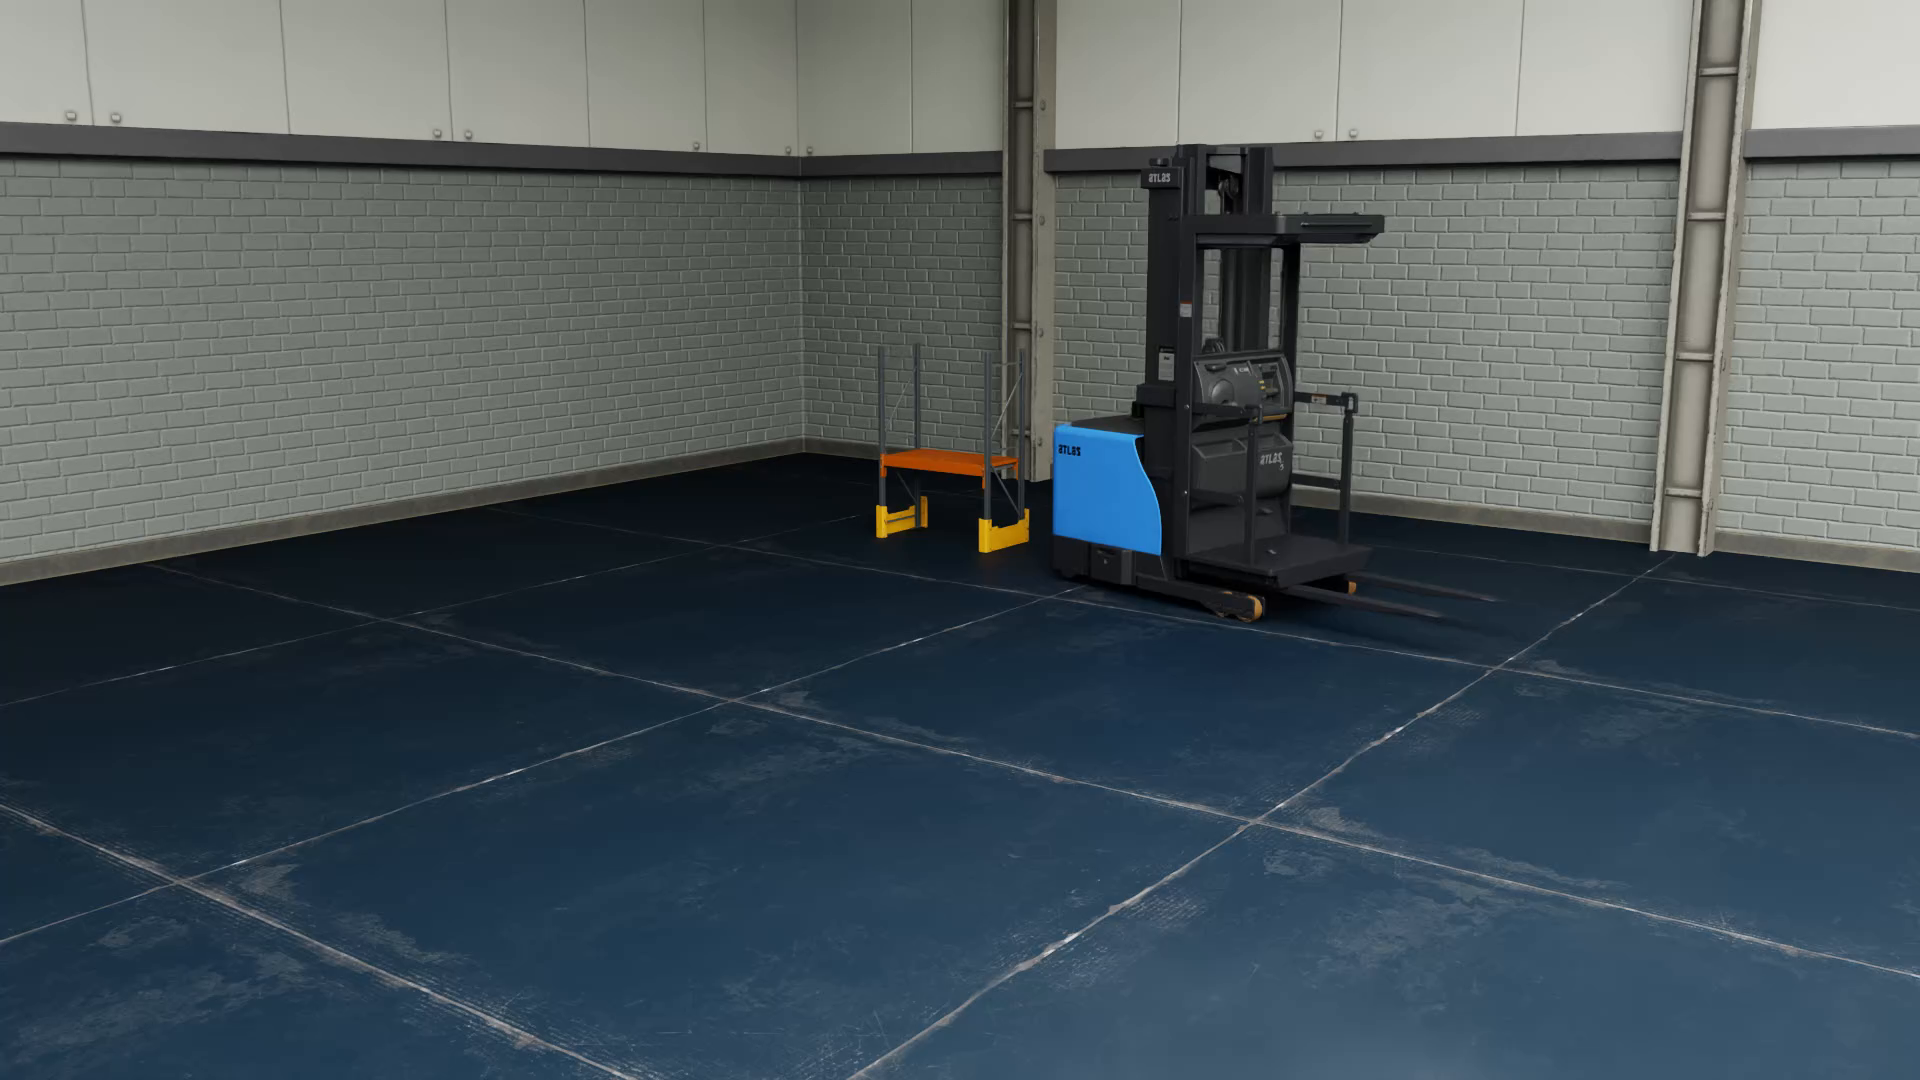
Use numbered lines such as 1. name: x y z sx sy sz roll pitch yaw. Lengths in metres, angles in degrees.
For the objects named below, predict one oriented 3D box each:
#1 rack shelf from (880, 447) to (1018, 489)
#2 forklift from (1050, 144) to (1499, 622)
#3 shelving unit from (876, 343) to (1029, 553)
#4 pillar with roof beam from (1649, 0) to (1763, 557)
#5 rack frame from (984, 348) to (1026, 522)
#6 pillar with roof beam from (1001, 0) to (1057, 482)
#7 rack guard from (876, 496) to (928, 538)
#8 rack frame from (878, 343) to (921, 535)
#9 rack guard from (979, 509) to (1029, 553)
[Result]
1. rack shelf: -0.069 -0.569 12.971 1.000 0.185 0.538 8 13 36
2. forklift: 1.988 -1.034 10.660 1.130 2.935 3.031 -10 15 -41
3. shelving unit: -0.061 -0.745 12.932 1.083 1.500 0.587 8 13 36
4. pillar with roof beam: 2.932 -3.681 8.365 0.400 9.000 9.100 8 13 36
5. rack frame: 0.341 -0.689 12.641 0.032 1.500 0.500 8 13 36
6. pillar with roof beam: -1.904 -4.356 11.852 0.400 9.000 9.100 8 13 36
7. rack guard: -0.463 -0.187 13.340 0.087 0.250 0.587 8 13 36
8. rack frame: -0.478 -0.803 13.232 0.032 1.500 0.500 8 13 36
9. rack guard: 0.340 -0.075 12.761 0.087 0.250 0.587 8 13 36
